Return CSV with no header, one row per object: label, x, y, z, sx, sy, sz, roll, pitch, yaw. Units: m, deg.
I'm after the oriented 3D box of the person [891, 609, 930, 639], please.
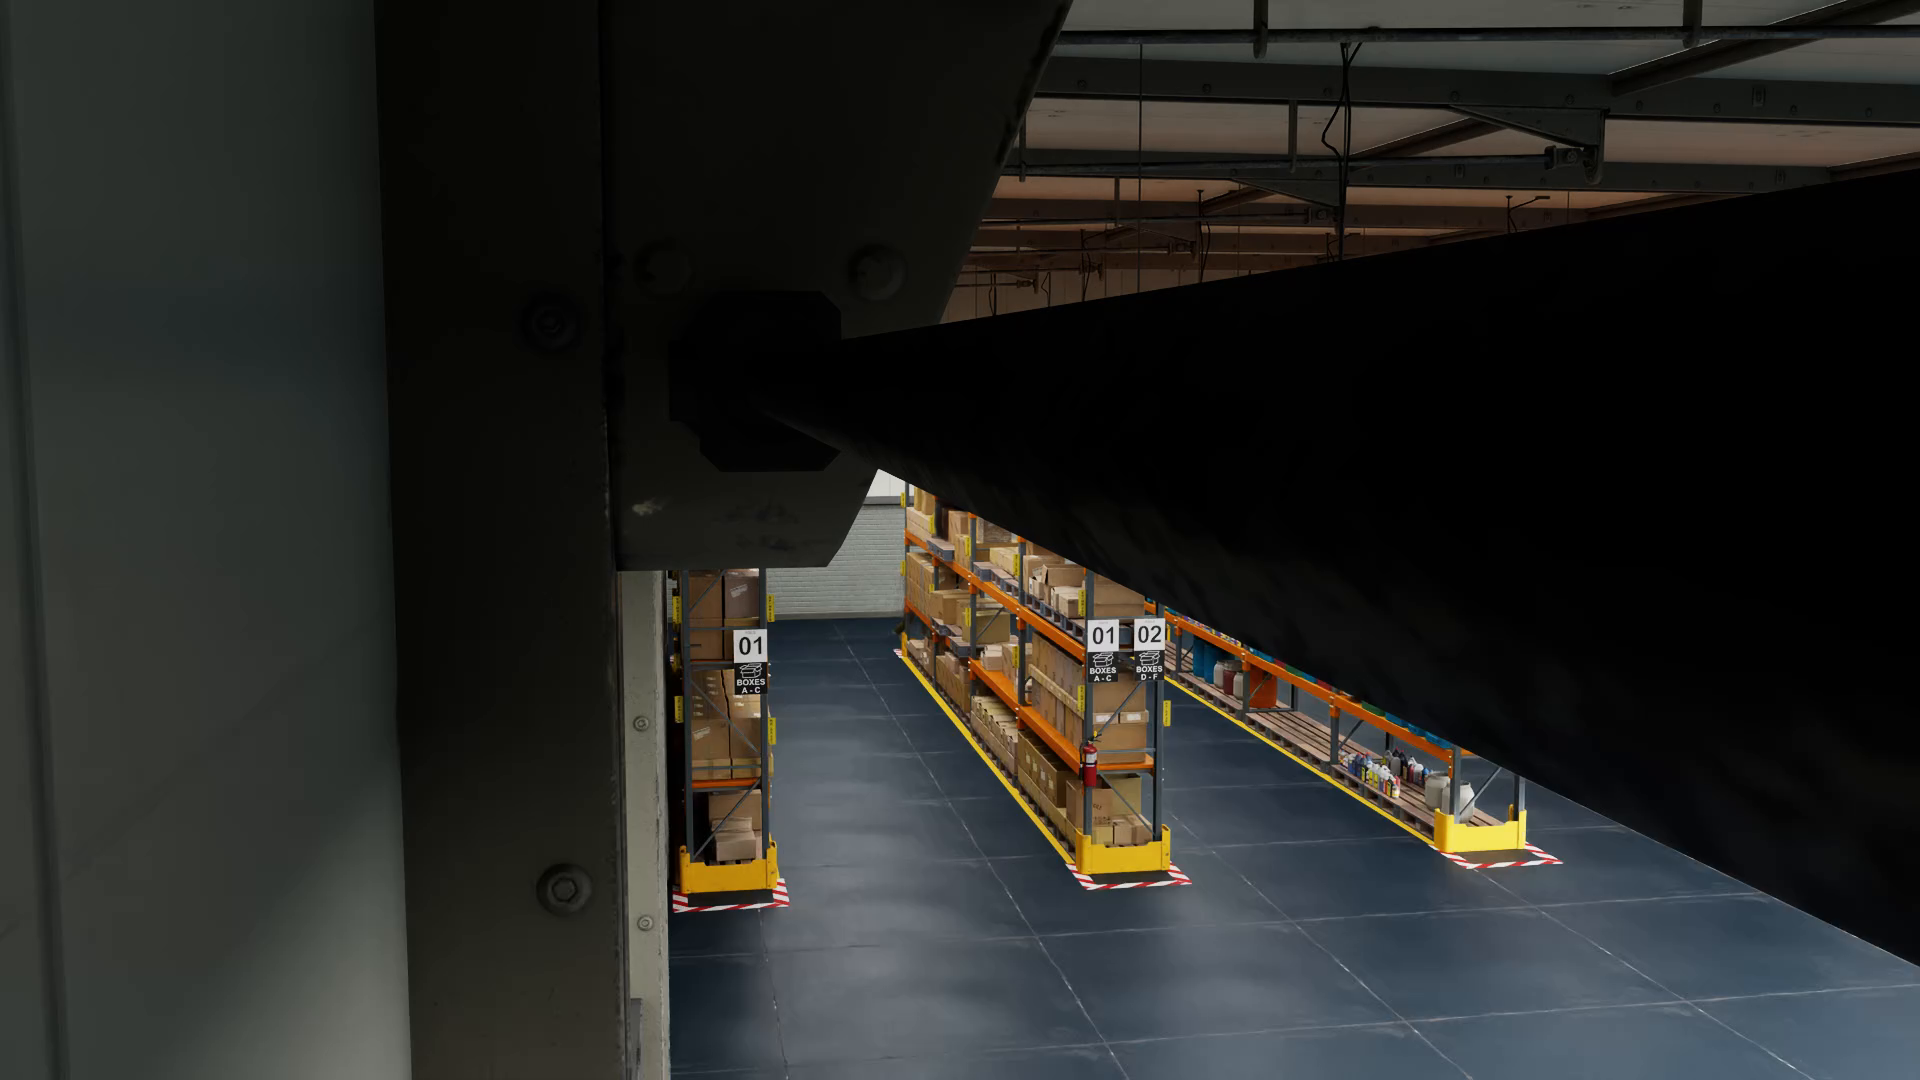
person,-1.075,1.504,38.329,1.031,1.820,0.727,1,6,9
